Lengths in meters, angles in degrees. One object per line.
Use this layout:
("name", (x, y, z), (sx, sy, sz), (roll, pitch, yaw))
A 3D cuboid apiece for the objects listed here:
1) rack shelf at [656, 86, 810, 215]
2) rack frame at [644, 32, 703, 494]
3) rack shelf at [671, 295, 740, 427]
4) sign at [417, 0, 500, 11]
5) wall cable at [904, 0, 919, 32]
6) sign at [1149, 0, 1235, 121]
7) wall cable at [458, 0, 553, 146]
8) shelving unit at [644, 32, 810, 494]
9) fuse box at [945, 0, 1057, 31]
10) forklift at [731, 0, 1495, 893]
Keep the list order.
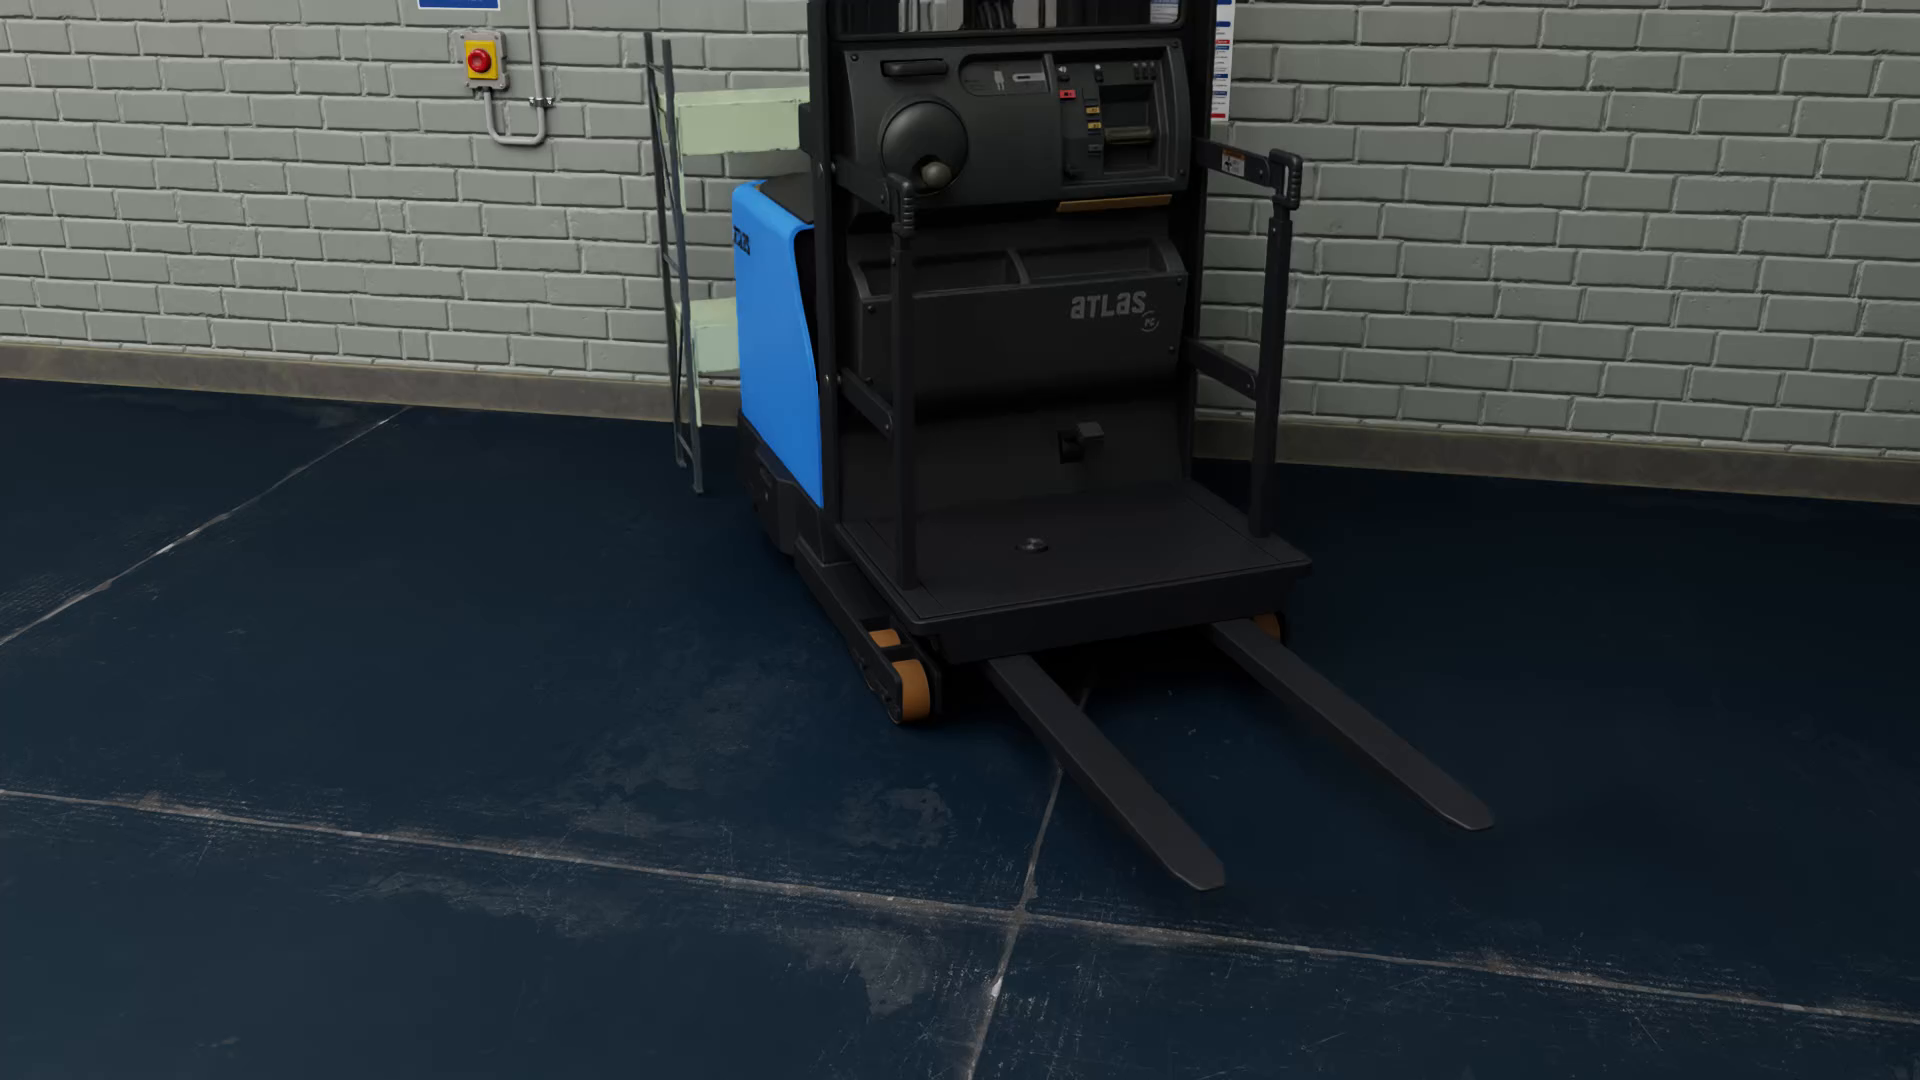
("rack shelf", (-0.629, -1.339, 5.606), (0.720, 0.370, 0.431), (-8, 22, -18))
("rack frame", (-0.969, -0.927, 5.633), (0.023, 1.500, 0.400), (-8, 22, -18))
("rack shelf", (-0.619, -0.669, 5.859), (0.720, 0.370, 0.431), (-8, 22, -18))
("sign", (-1.833, -2.041, 6.045), (0.327, 0.218, 0.001), (4, 22, 11))
("wall cable", (-0.407, -2.257, 5.583), (0.588, 1.984, 0.122), (4, 22, 11))
("sign", (0.754, -1.670, 5.613), (0.329, 0.494, 0.001), (4, 22, 11))
("wall cable", (-1.798, -2.375, 5.835), (0.585, 1.953, 0.123), (4, 22, 11))
("shelving unit", (-0.624, -0.974, 5.744), (0.755, 1.500, 0.431), (-8, 22, -18))
("fuse box", (0.228, -1.079, 5.741), (0.539, 1.711, 0.414), (4, 22, 11))
("forklift", (0.237, -1.068, 4.082), (1.130, 2.935, 3.031), (-8, 23, -19))
